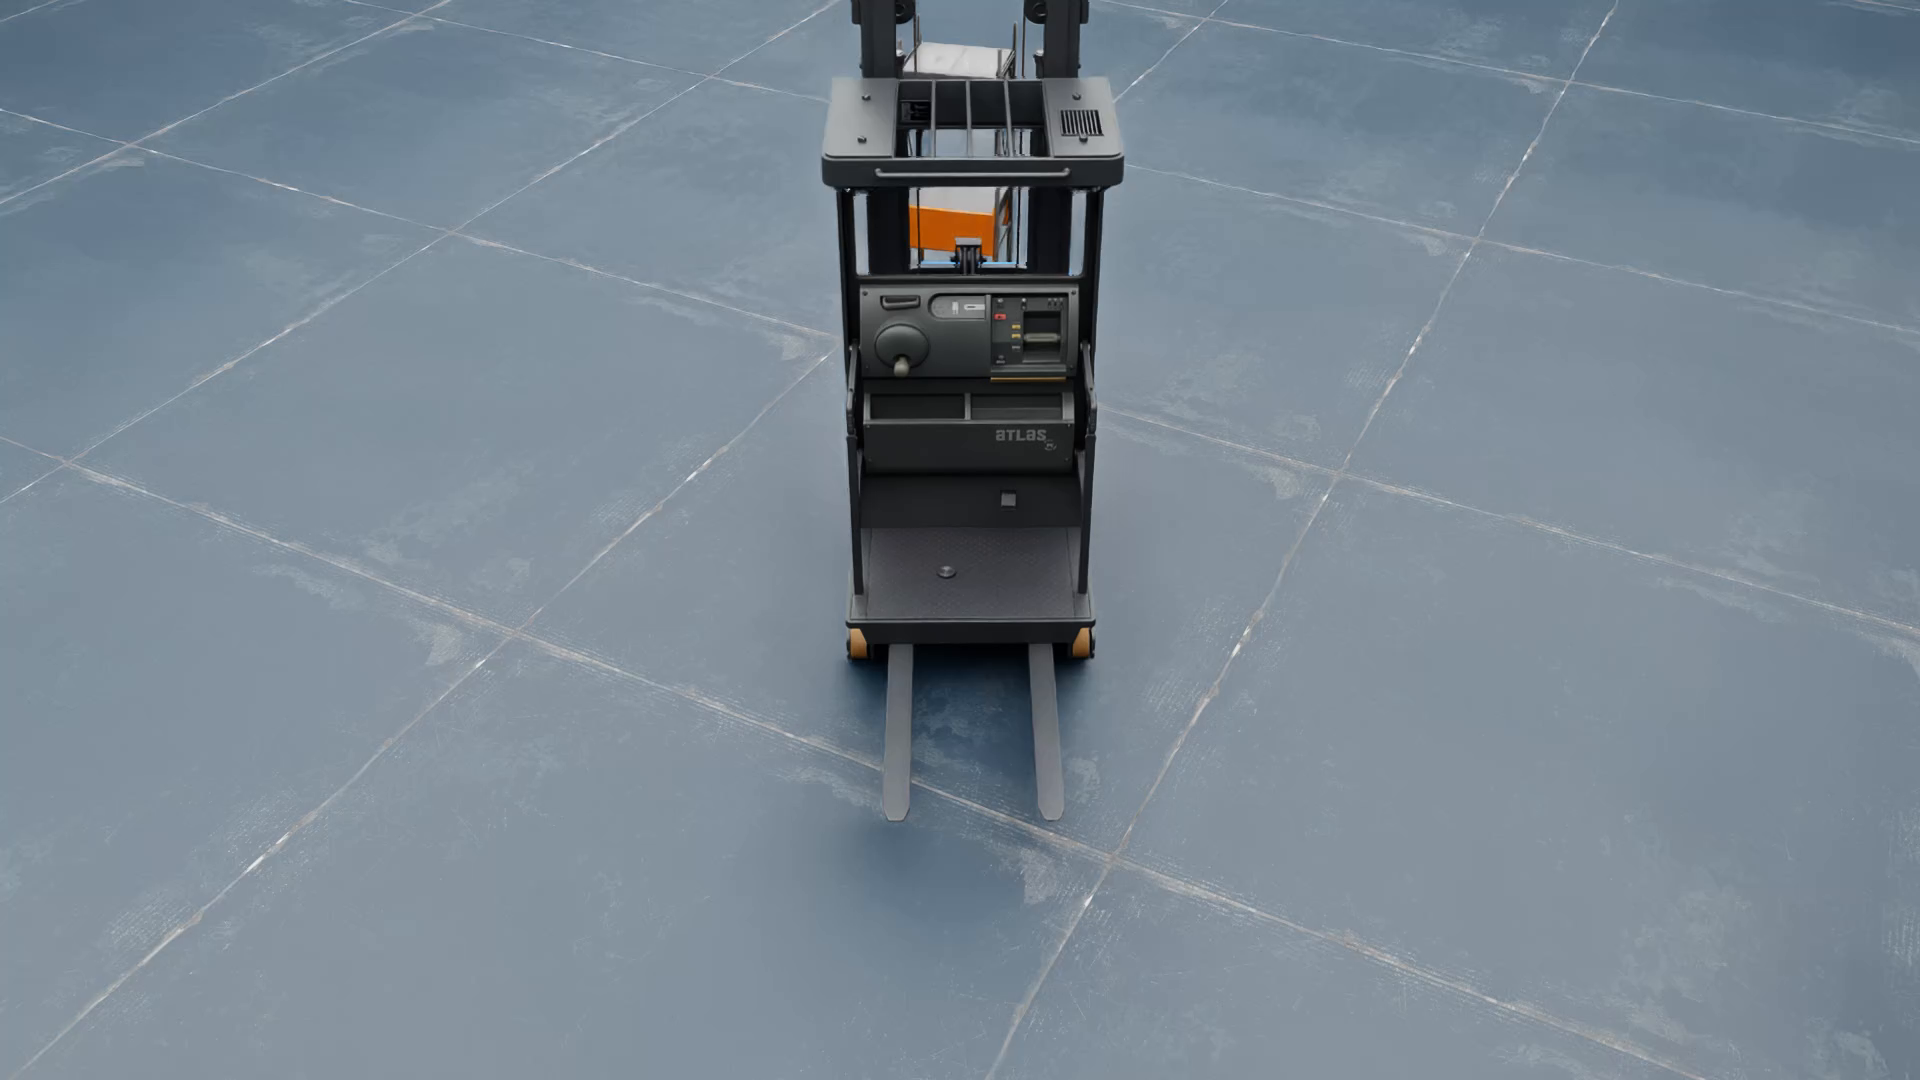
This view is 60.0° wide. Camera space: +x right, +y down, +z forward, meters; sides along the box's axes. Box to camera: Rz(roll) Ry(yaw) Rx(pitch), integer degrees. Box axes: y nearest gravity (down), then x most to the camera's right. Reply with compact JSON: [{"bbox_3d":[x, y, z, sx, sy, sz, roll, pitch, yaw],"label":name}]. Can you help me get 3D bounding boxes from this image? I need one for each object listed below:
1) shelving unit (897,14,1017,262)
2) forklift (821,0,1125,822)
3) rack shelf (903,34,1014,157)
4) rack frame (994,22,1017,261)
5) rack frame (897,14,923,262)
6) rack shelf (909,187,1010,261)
[{"bbox_3d":[-0.015,-1.597,8.609,0.503,2.100,0.431,8,37,10],"label":"shelving unit"},{"bbox_3d":[0.043,-0.817,6.902,1.130,2.935,3.031,0,37,0],"label":"forklift"},{"bbox_3d":[-0.011,-2.152,8.205,0.480,0.518,0.431,8,37,10],"label":"rack shelf"},{"bbox_3d":[0.223,-1.563,8.565,0.015,2.100,0.400,8,37,10],"label":"rack frame"},{"bbox_3d":[-0.252,-1.630,8.652,0.015,2.100,0.400,8,37,10],"label":"rack frame"},{"bbox_3d":[-0.015,-1.586,8.617,0.480,0.518,0.431,8,37,10],"label":"rack shelf"}]
